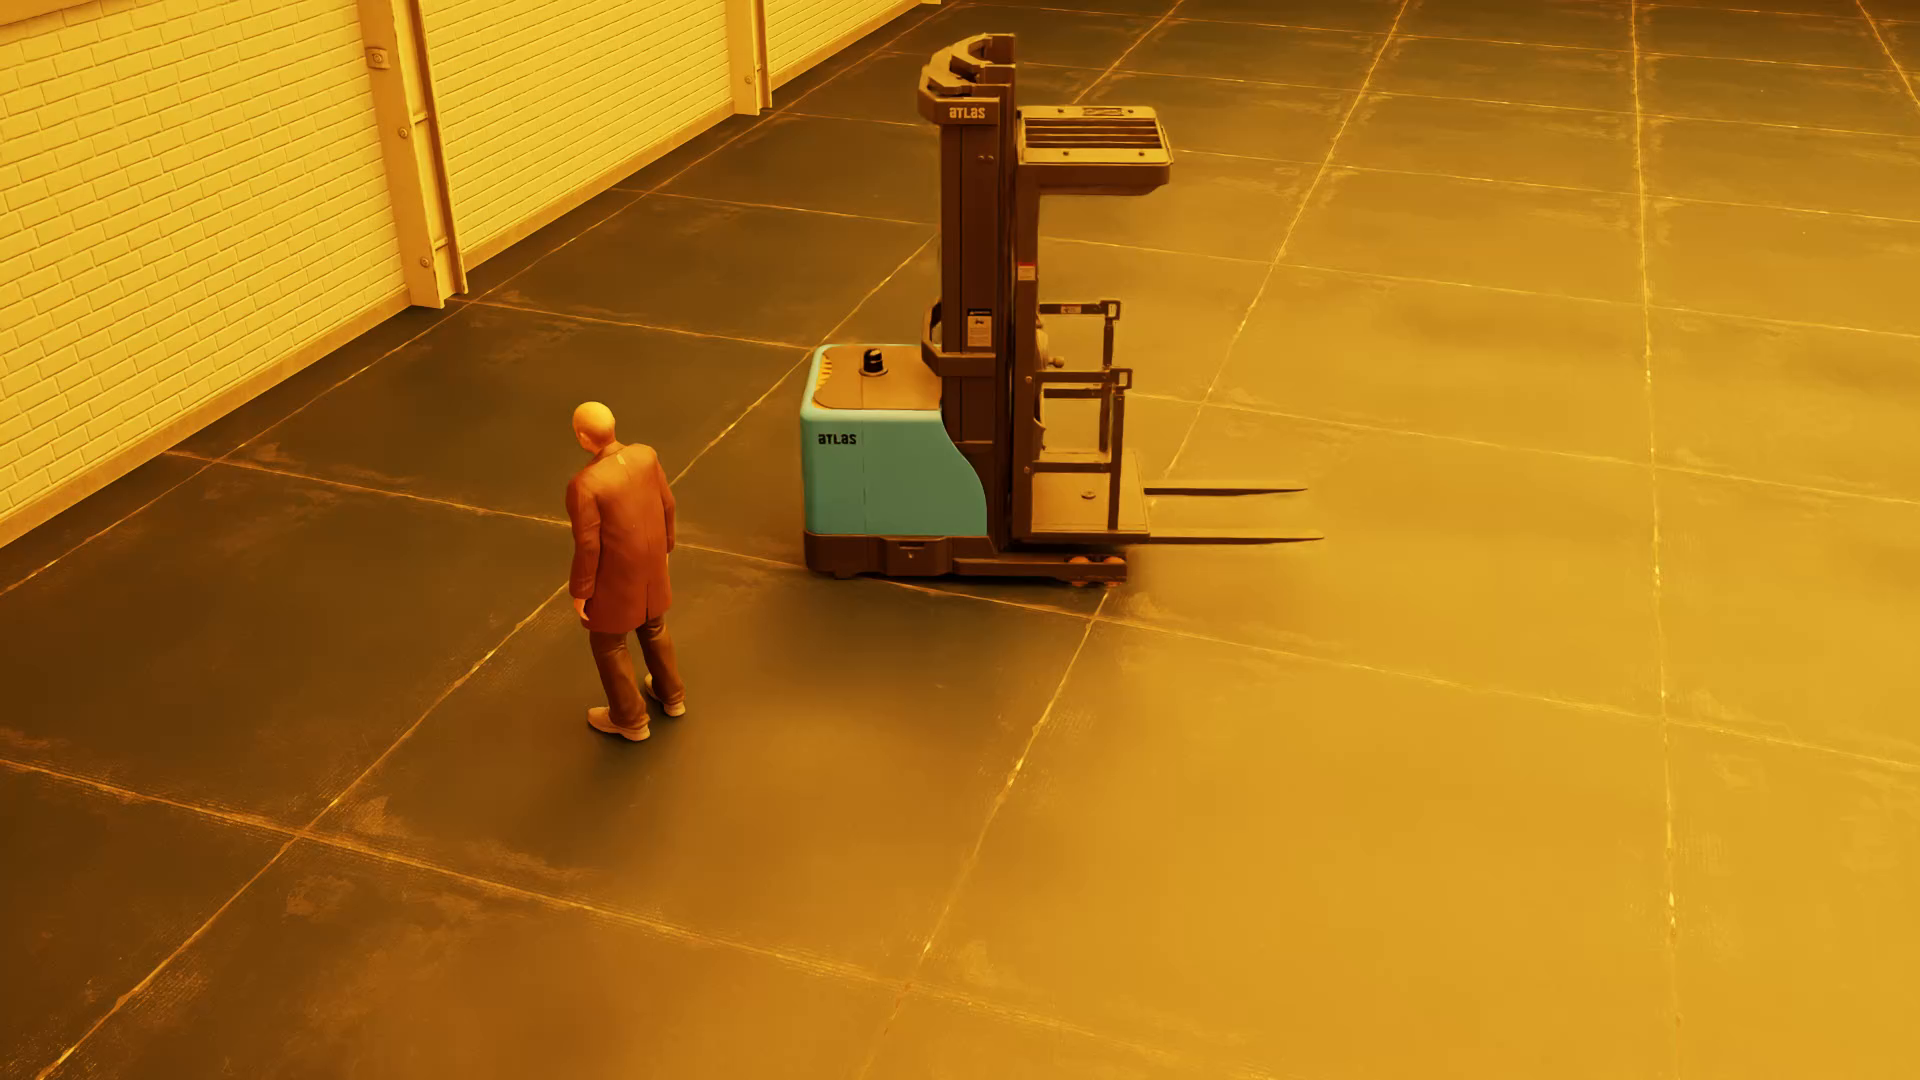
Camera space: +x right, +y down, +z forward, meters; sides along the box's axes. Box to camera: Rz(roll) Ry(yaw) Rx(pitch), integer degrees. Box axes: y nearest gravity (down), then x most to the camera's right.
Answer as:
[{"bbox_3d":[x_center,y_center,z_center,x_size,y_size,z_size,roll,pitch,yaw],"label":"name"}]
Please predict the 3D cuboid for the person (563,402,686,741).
[{"bbox_3d":[-1.644,0.153,8.036,0.425,1.773,0.653,21,36,32],"label":"person"}]

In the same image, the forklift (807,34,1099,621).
[{"bbox_3d":[-0.217,-1.540,9.838,1.130,2.935,3.031,-10,31,-18],"label":"forklift"}]
